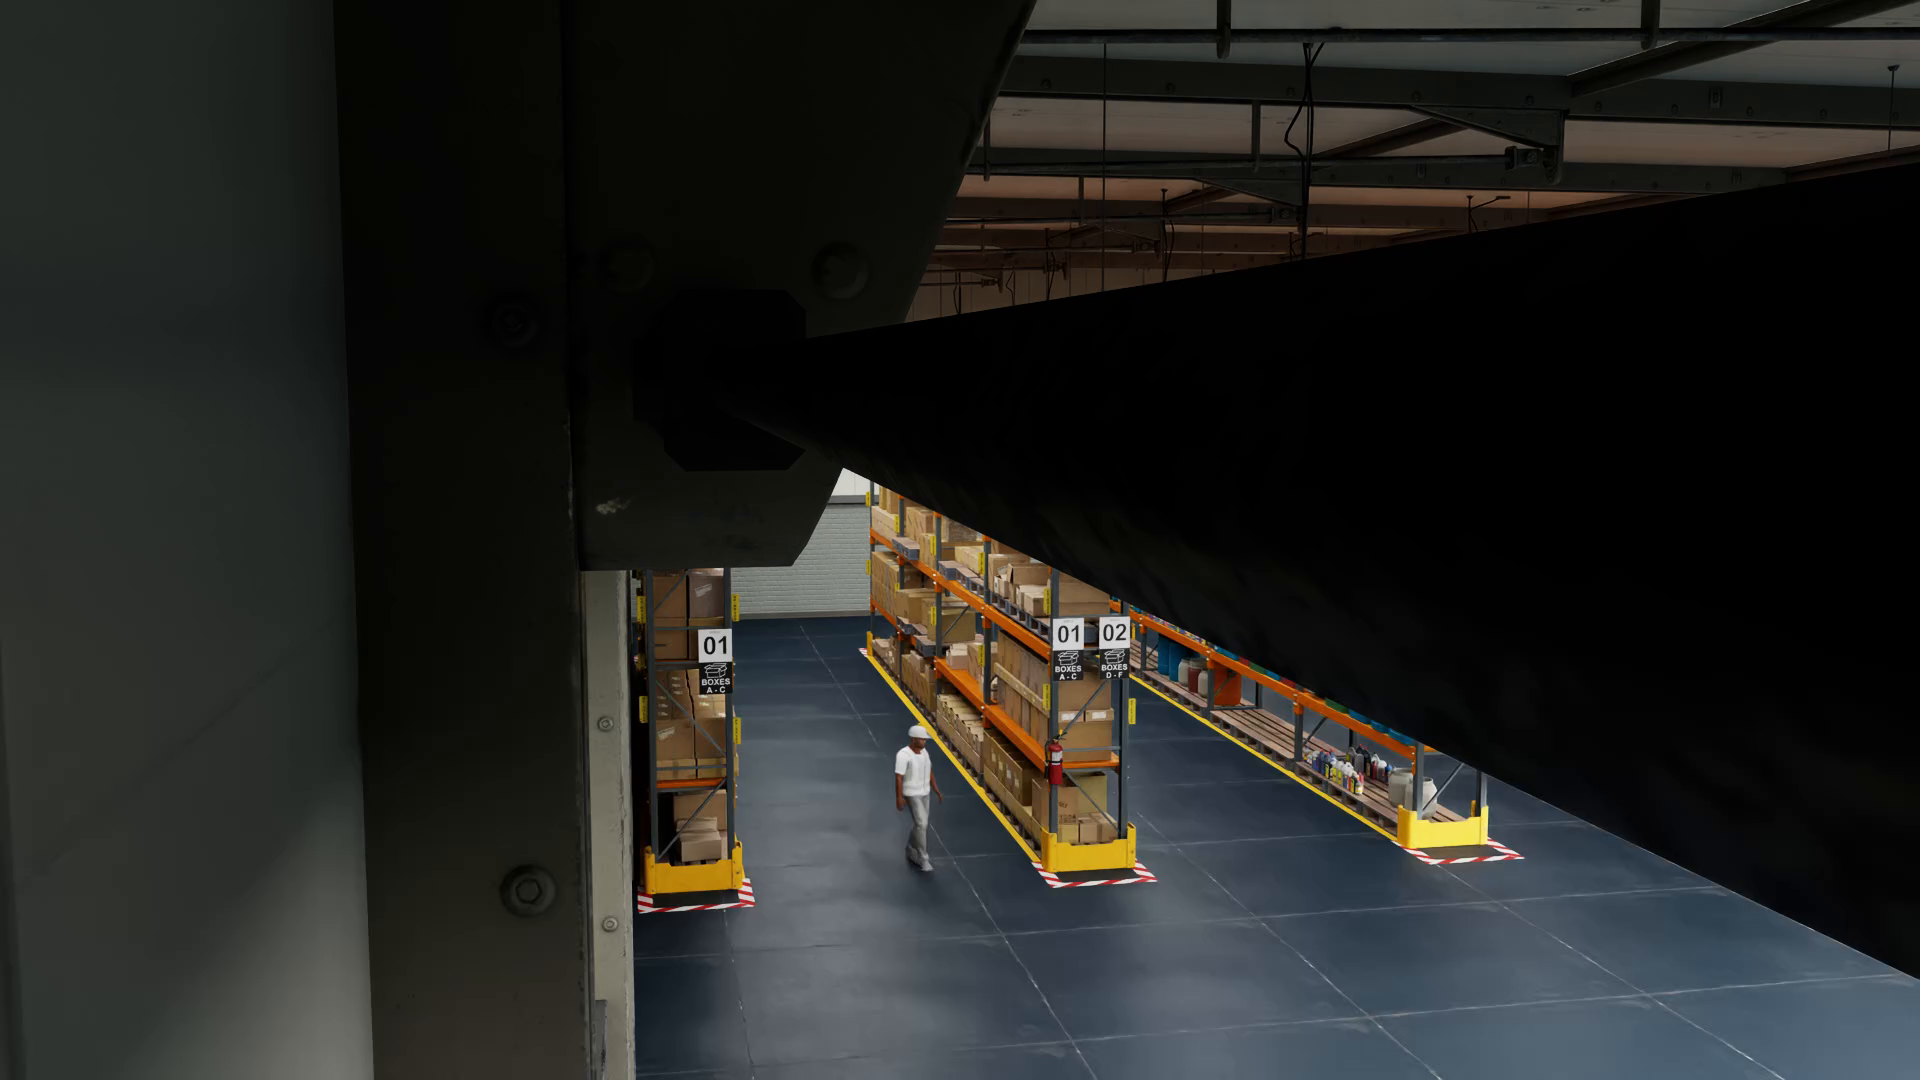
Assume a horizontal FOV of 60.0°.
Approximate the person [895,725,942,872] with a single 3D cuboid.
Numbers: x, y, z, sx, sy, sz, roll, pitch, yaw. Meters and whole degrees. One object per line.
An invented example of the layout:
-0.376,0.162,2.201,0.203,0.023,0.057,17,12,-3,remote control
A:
-0.484,3.272,21.126,0.604,1.813,0.598,4,7,34,person
